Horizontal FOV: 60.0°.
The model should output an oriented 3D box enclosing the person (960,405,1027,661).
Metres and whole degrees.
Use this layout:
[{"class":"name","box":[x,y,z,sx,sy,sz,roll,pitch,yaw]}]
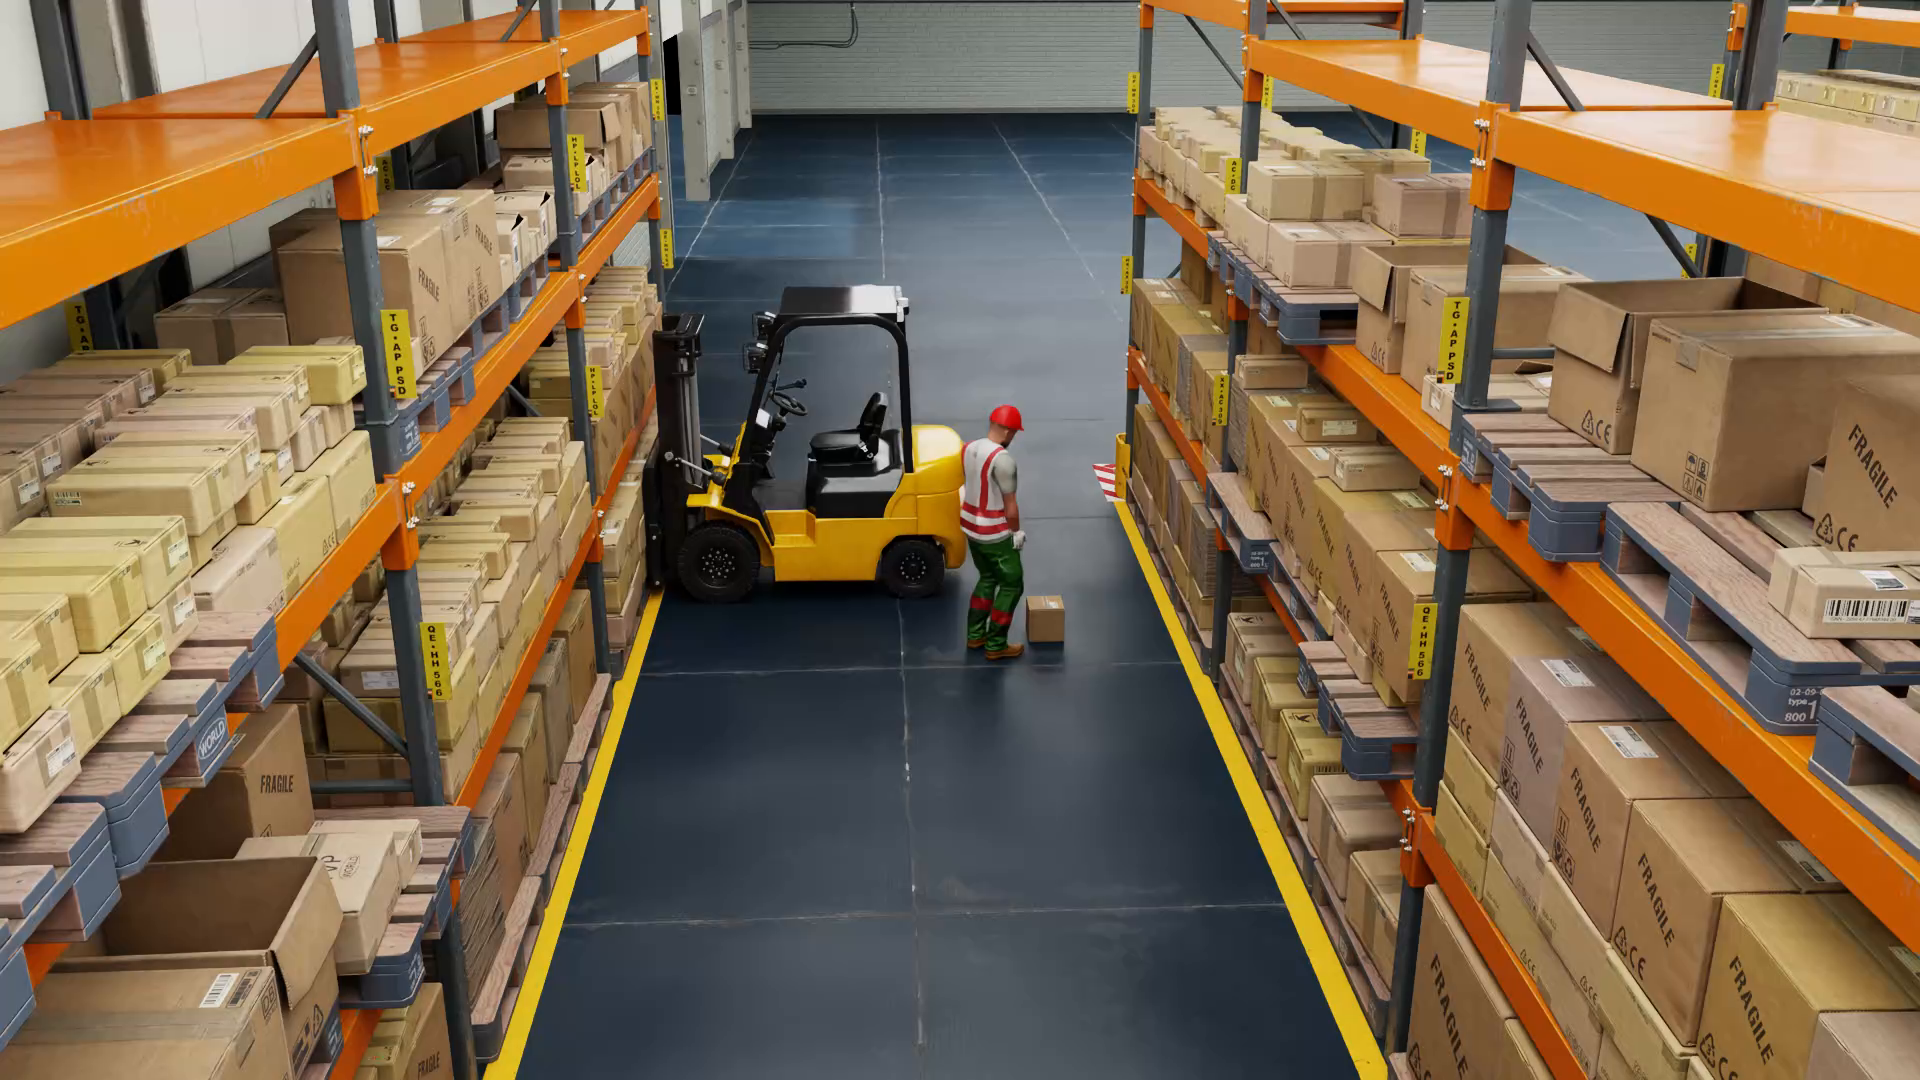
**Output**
[{"class":"person","box":[0.234,-0.066,11.303,0.459,1.734,0.544,-12,23,-29]}]
